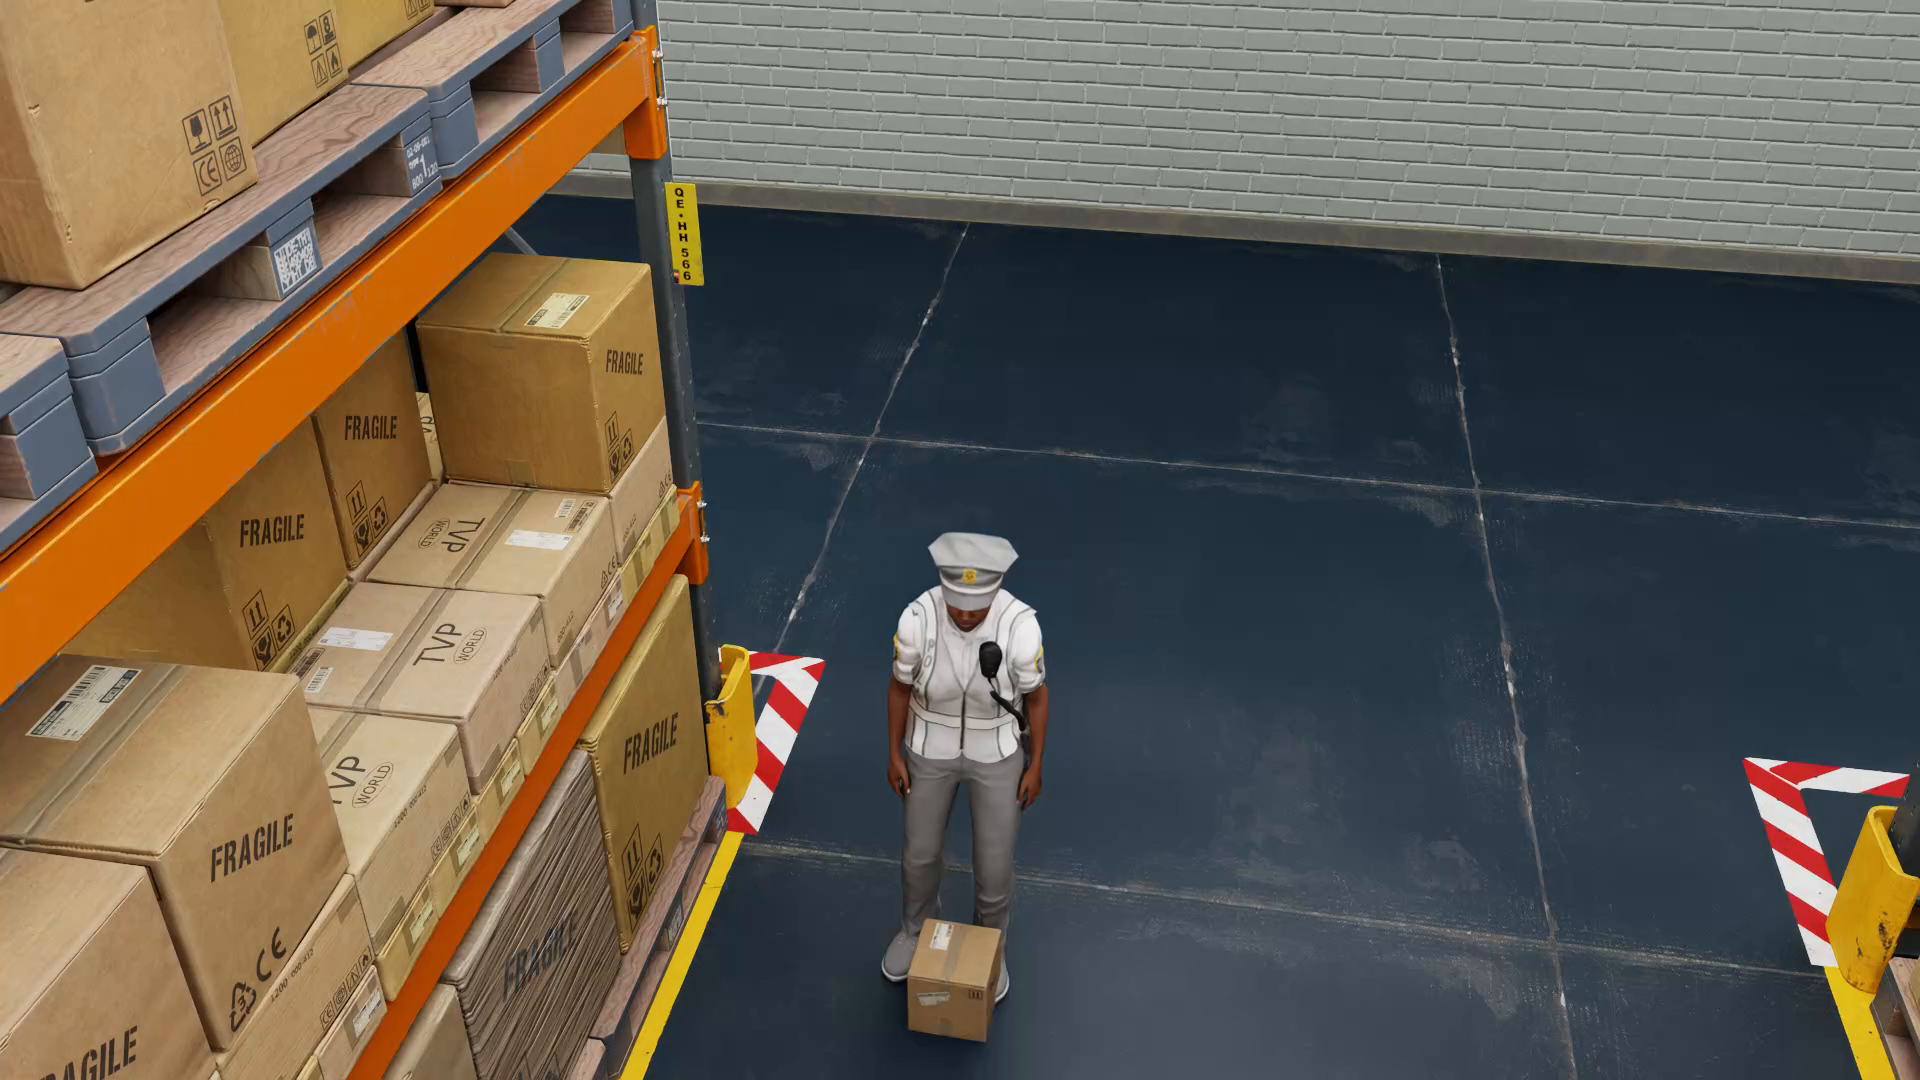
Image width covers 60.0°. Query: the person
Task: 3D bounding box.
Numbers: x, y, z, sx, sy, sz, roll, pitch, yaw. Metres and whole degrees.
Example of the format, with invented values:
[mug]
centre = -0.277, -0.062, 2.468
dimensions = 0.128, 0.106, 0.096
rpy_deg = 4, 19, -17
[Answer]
[person]
centre = 0.007, 0.681, 5.075
dimensions = 0.511, 1.657, 0.426
rpy_deg = 4, 33, 6
